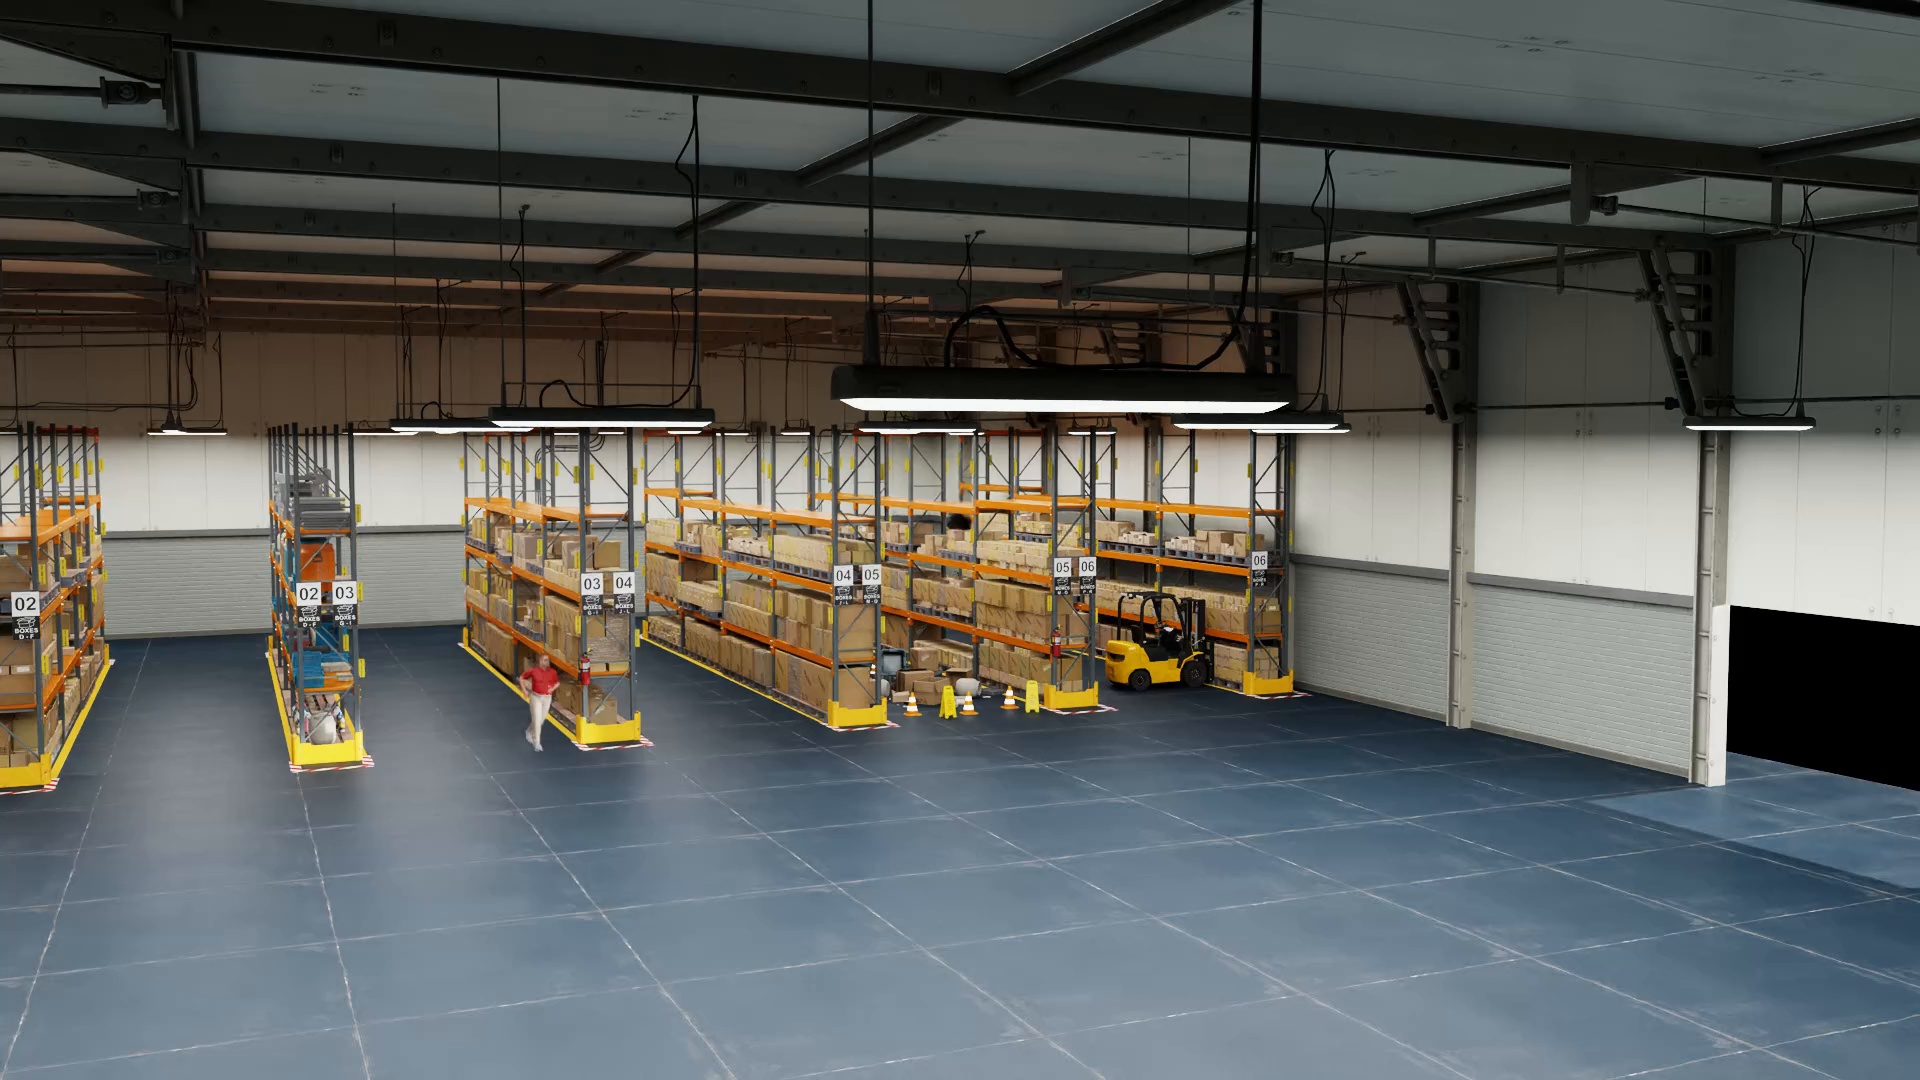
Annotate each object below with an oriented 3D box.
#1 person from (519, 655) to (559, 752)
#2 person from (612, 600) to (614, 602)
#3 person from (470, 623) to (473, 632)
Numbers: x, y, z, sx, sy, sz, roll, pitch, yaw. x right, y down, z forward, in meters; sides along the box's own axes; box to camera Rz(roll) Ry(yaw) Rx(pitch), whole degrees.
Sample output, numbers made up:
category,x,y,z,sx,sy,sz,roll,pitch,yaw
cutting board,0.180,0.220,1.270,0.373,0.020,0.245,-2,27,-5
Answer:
category,x,y,z,sx,sy,sz,roll,pitch,yaw
person,-7.778,2.990,30.892,0.703,1.723,0.947,-3,4,-39
person,-9.224,2.156,45.144,0.587,1.661,0.797,-1,4,-19
person,-13.522,1.926,47.023,1.003,1.770,0.661,0,3,-4
